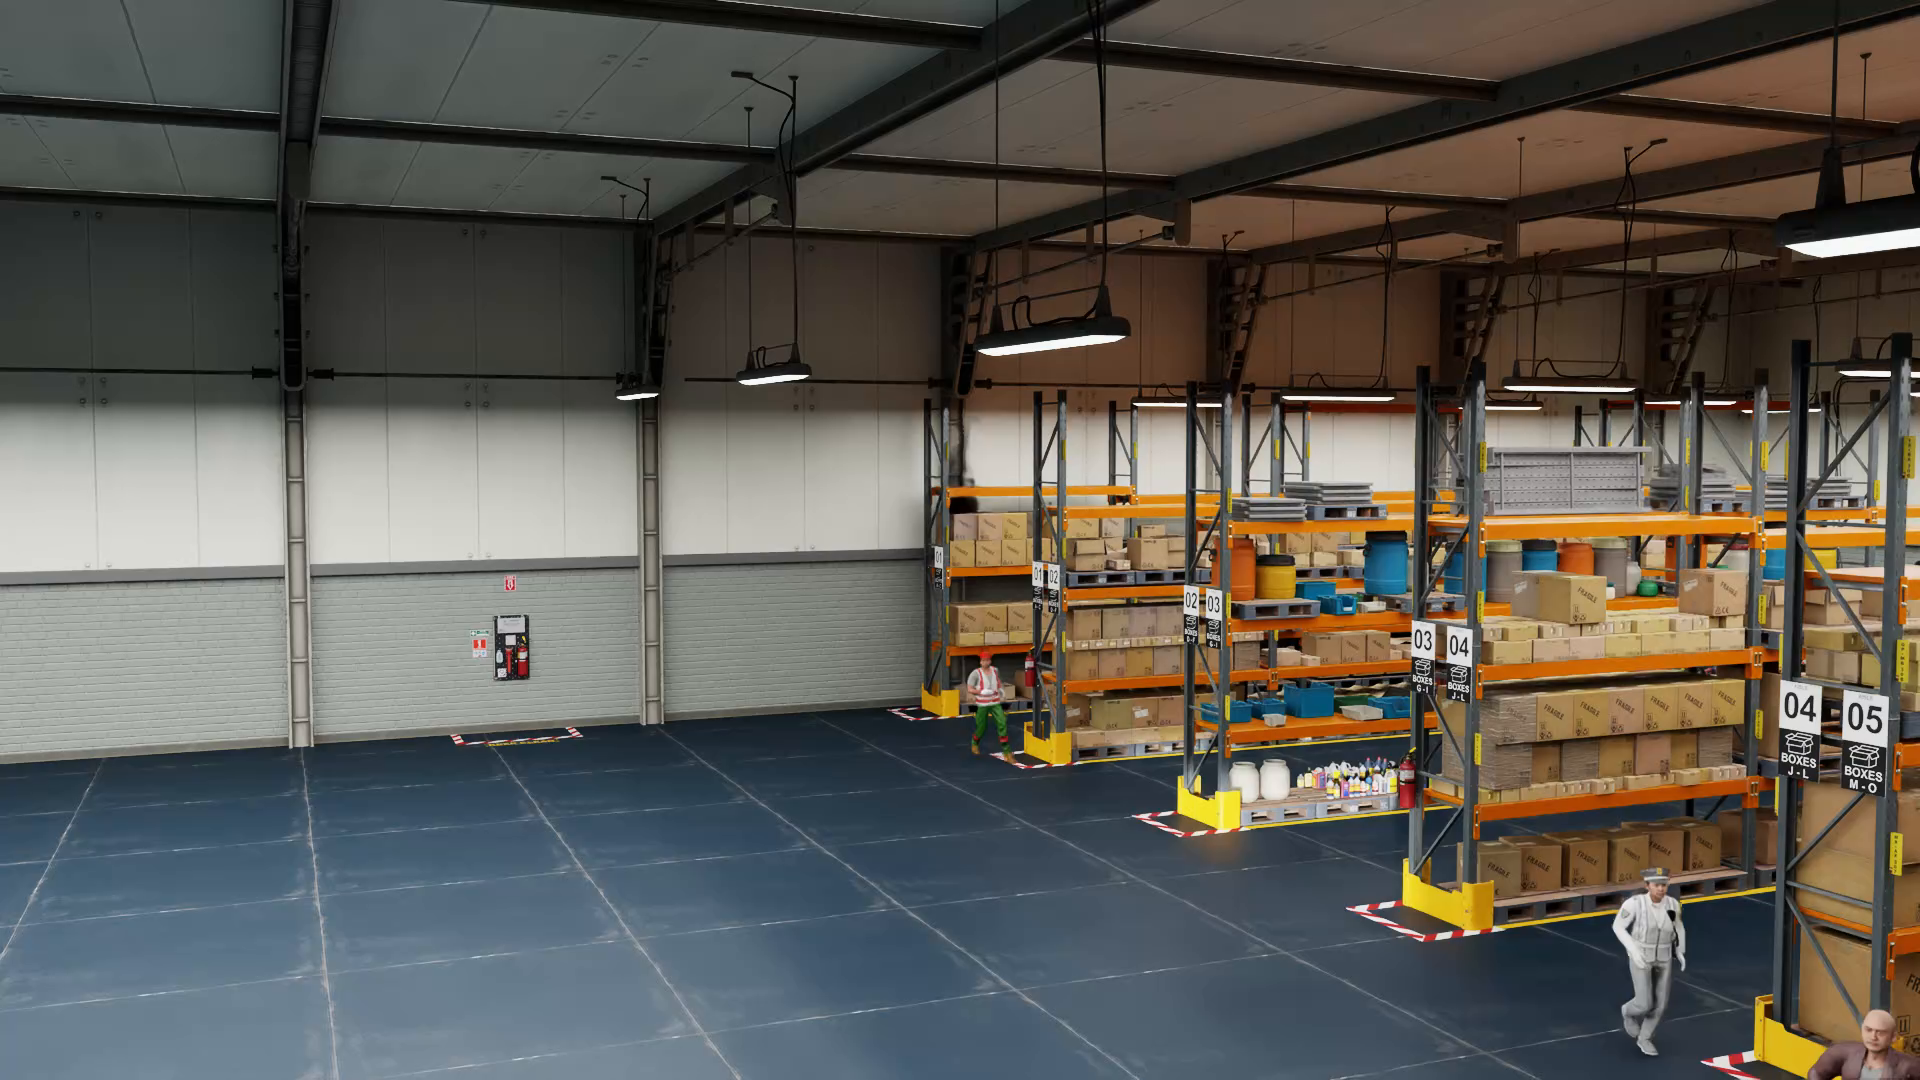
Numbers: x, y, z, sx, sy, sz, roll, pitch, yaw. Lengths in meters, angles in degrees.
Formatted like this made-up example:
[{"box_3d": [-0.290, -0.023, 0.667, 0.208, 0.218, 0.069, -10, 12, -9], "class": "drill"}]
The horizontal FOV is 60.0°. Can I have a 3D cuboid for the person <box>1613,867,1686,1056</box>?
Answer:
[{"box_3d": [5.834, 3.528, 14.094, 0.610, 1.630, 0.561, 0, 3, 2], "class": "person"}]

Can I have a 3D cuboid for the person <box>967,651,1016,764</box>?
[{"box_3d": [0.427, 2.683, 26.938, 0.655, 1.779, 1.004, -1, 4, -22], "class": "person"}]

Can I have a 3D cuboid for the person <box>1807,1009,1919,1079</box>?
[{"box_3d": [5.523, 3.741, 10.151, 0.921, 1.733, 0.790, 3, 4, 41], "class": "person"}]
